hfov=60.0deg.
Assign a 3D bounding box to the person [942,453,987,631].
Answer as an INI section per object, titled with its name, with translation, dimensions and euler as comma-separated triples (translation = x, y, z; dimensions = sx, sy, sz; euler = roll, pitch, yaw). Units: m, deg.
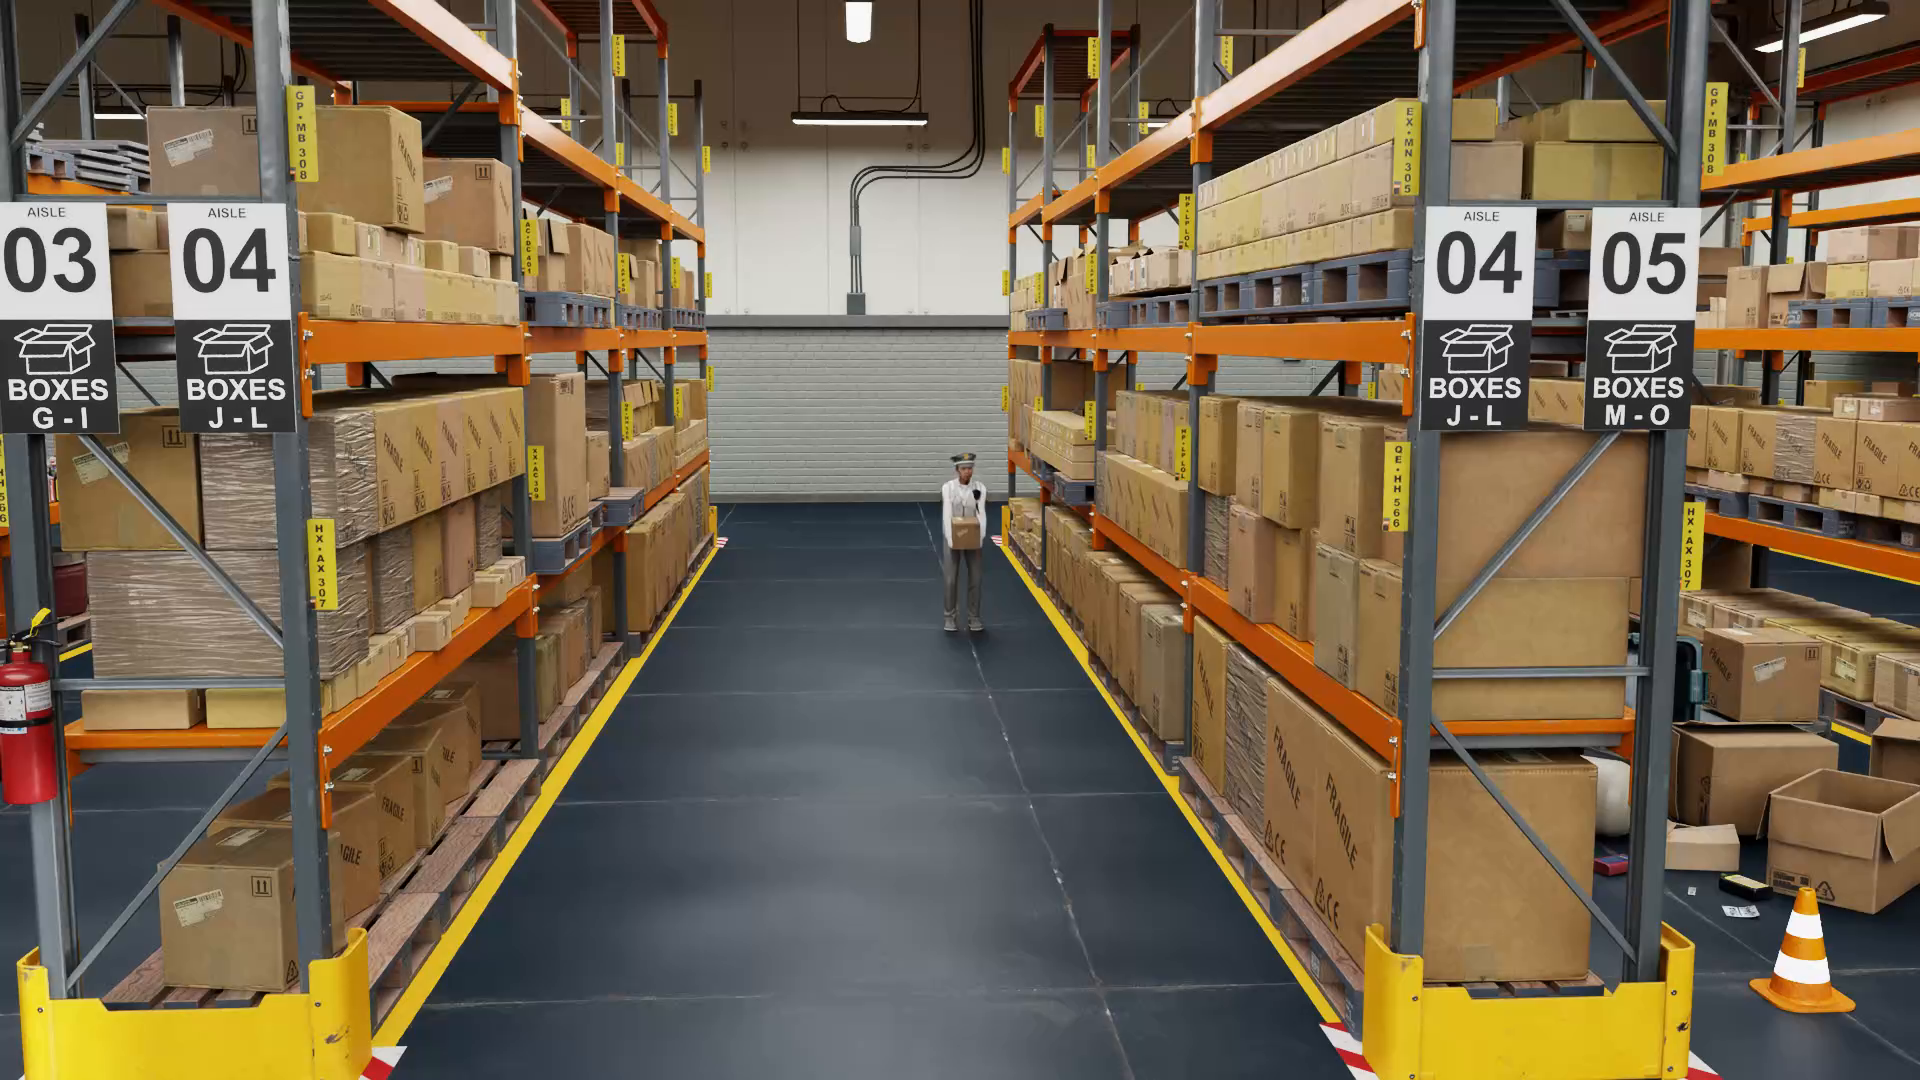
[person]
translation = 0.044, 0.020, 15.548
dimensions = 0.417, 1.682, 0.528
euler = -1, 7, -6
